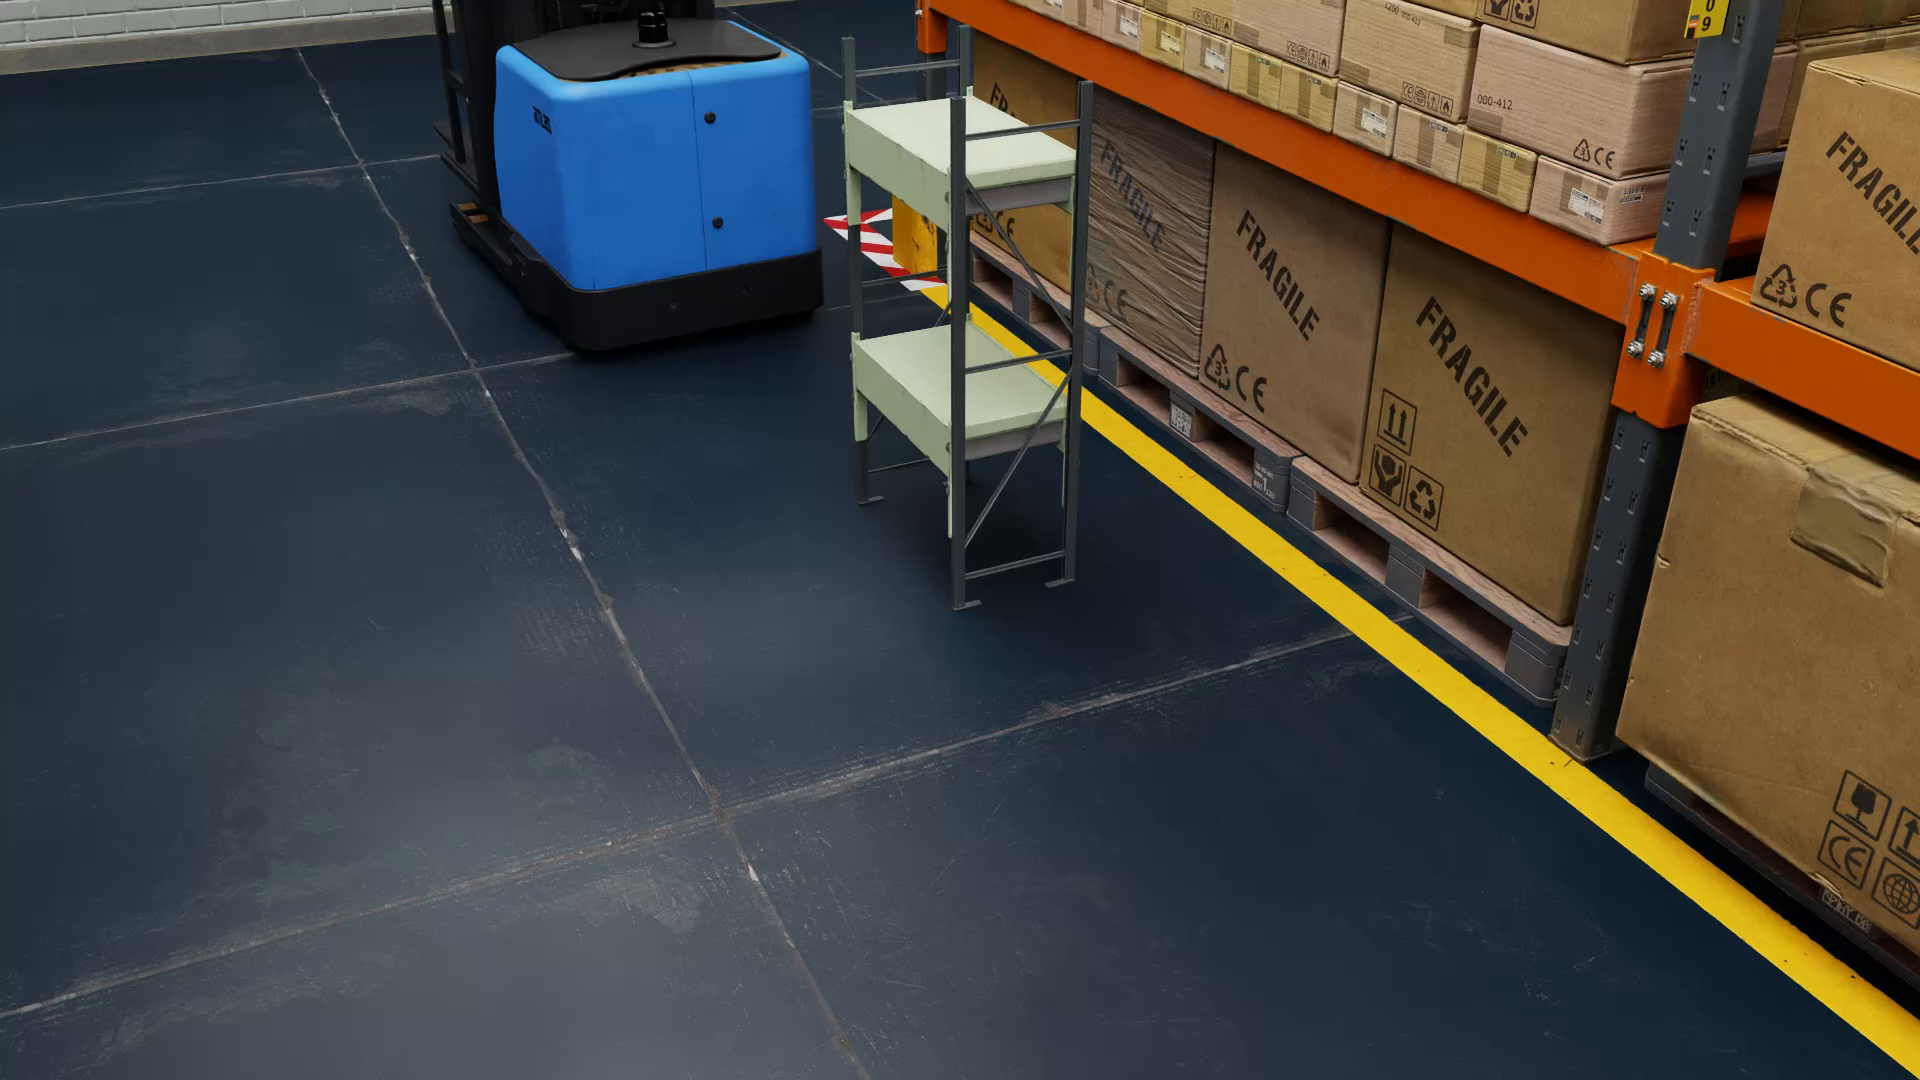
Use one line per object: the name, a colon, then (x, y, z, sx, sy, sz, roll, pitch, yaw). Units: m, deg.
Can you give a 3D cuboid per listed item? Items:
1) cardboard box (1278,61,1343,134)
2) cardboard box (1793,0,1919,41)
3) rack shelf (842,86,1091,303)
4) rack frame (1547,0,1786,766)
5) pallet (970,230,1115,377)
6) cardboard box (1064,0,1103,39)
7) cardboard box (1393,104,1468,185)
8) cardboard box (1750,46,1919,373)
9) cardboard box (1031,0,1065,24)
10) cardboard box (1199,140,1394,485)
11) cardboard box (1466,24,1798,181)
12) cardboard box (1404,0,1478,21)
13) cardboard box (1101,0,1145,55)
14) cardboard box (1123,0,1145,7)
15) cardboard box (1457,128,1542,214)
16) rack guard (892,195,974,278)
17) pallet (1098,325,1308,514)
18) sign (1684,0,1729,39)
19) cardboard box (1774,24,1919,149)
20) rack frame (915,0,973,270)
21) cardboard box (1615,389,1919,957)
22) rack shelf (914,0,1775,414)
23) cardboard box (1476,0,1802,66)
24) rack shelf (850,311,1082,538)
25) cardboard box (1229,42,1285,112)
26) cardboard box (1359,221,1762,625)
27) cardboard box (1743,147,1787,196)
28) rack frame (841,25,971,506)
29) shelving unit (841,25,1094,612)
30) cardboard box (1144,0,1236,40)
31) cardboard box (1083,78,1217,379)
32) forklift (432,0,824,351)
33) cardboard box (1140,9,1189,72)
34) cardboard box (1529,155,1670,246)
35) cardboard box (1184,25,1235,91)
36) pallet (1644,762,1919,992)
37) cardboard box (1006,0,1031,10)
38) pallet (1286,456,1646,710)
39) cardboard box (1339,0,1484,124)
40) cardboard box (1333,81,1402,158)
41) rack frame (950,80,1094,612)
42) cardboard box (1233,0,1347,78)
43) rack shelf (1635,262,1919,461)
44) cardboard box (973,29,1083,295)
cardboard box: (1.136, -1.277, 4.718, 0.380, 0.149, 0.250, -12, 32, -21)
cardboard box: (2.030, -1.523, 3.982, 0.500, 0.500, 0.500, -13, 32, -22)
rack shelf: (0.003, -0.992, 4.687, 0.431, 0.370, 0.720, -13, 32, -22)
rack frame: (2.005, -0.867, 3.729, 1.000, 3.000, 0.127, -13, 32, -22)
pallet: (0.702, -1.080, 6.961, 1.003, 0.211, 1.213, -13, 32, -22)
cardboard box: (0.585, -1.844, 5.729, 0.380, 0.149, 0.250, -14, 32, -23)
cardboard box: (1.358, -1.050, 4.313, 0.380, 0.149, 0.250, -14, 32, -23)
cardboard box: (1.977, -0.655, 3.248, 0.500, 0.500, 0.500, -13, 32, -22)
cardboard box: (0.477, -1.957, 5.930, 0.380, 0.149, 0.250, -14, 32, -23)
cardboard box: (1.408, -0.829, 5.404, 0.875, 0.875, 0.875, -13, 32, -22)
cardboard box: (1.578, -1.071, 3.942, 0.500, 0.250, 0.500, -14, 32, -23)
cardboard box: (1.355, -1.627, 4.167, 0.500, 0.500, 0.500, -13, 32, -21)
cardboard box: (0.696, -1.730, 5.526, 0.380, 0.149, 0.250, -13, 32, -23)
cardboard box: (0.692, -1.978, 5.560, 0.500, 0.250, 0.500, -14, 32, -24)
cardboard box: (1.467, -0.937, 4.111, 0.380, 0.149, 0.250, -12, 32, -21)
rack guard: (0.278, -1.554, 7.510, 1.175, 0.500, 0.348, -13, 32, -22)
pallet: (1.222, -0.542, 6.001, 1.003, 0.211, 1.213, -13, 32, -22)
sign: (1.504, -1.162, 3.289, 0.100, 0.325, 0.005, -13, 32, -22)
cardboard box: (2.040, -1.193, 4.161, 0.500, 0.250, 0.500, -14, 32, -23)
rack frame: (0.288, -2.634, 6.880, 1.000, 3.000, 0.127, -13, 32, -22)
cardboard box: (2.298, 0.155, 3.649, 1.225, 0.875, 0.875, -13, 32, -22)
rack shelf: (1.146, -1.436, 5.480, 1.077, 0.370, 4.000, -13, 32, -22)
cardboard box: (1.566, -1.405, 3.771, 0.500, 0.500, 0.500, -12, 31, -21)
rack shelf: (0.003, -0.367, 5.037, 0.431, 0.370, 0.720, -13, 32, -22)
cardboard box: (1.026, -1.391, 4.920, 0.380, 0.149, 0.250, -14, 32, -23)
cardboard box: (1.794, -0.431, 4.695, 0.875, 0.875, 0.875, -13, 32, -22)
cardboard box: (2.178, -0.958, 4.148, 0.380, 0.149, 0.250, -13, 32, -22)
rack frame: (-0.154, -0.813, 5.166, 0.400, 1.500, 0.023, -13, 32, -22)
shelving unit: (0.003, -0.651, 4.878, 0.431, 1.500, 0.755, -13, 32, -22)
cardboard box: (0.920, -1.749, 5.151, 0.500, 0.250, 0.500, -14, 32, -23)
cardboard box: (1.026, -1.222, 6.106, 0.875, 0.875, 0.875, -13, 32, -22)
forklift: (-1.717, -2.697, 7.062, 1.130, 2.935, 3.031, -15, 33, -25)
cardboard box: (0.804, -1.619, 5.327, 0.380, 0.149, 0.250, -14, 32, -23)
cardboard box: (1.578, -0.823, 3.908, 0.380, 0.149, 0.250, -13, 32, -22)
cardboard box: (0.918, -1.503, 5.121, 0.380, 0.149, 0.250, -13, 32, -21)
pallet: (2.404, 0.675, 3.831, 1.003, 0.211, 1.213, -13, 32, -22)
cardboard box: (0.364, -2.072, 6.135, 0.380, 0.149, 0.250, -14, 32, -23)
pallet: (1.749, -0.003, 5.039, 1.003, 0.211, 1.213, -13, 32, -22)
cardboard box: (1.354, -1.299, 4.349, 0.500, 0.250, 0.500, -12, 31, -20)
cardboard box: (1.247, -1.164, 4.515, 0.380, 0.149, 0.250, -12, 32, -21)
rack frame: (0.160, -0.490, 4.590, 0.400, 1.500, 0.023, -13, 32, -22)
cardboard box: (1.135, -1.524, 4.751, 0.500, 0.250, 0.500, -12, 32, -21)
rack shelf: (2.864, 0.331, 2.329, 1.077, 0.370, 4.000, -13, 32, -22)
cardboard box: (0.635, -1.624, 6.822, 0.875, 0.875, 0.875, -13, 32, -22)
